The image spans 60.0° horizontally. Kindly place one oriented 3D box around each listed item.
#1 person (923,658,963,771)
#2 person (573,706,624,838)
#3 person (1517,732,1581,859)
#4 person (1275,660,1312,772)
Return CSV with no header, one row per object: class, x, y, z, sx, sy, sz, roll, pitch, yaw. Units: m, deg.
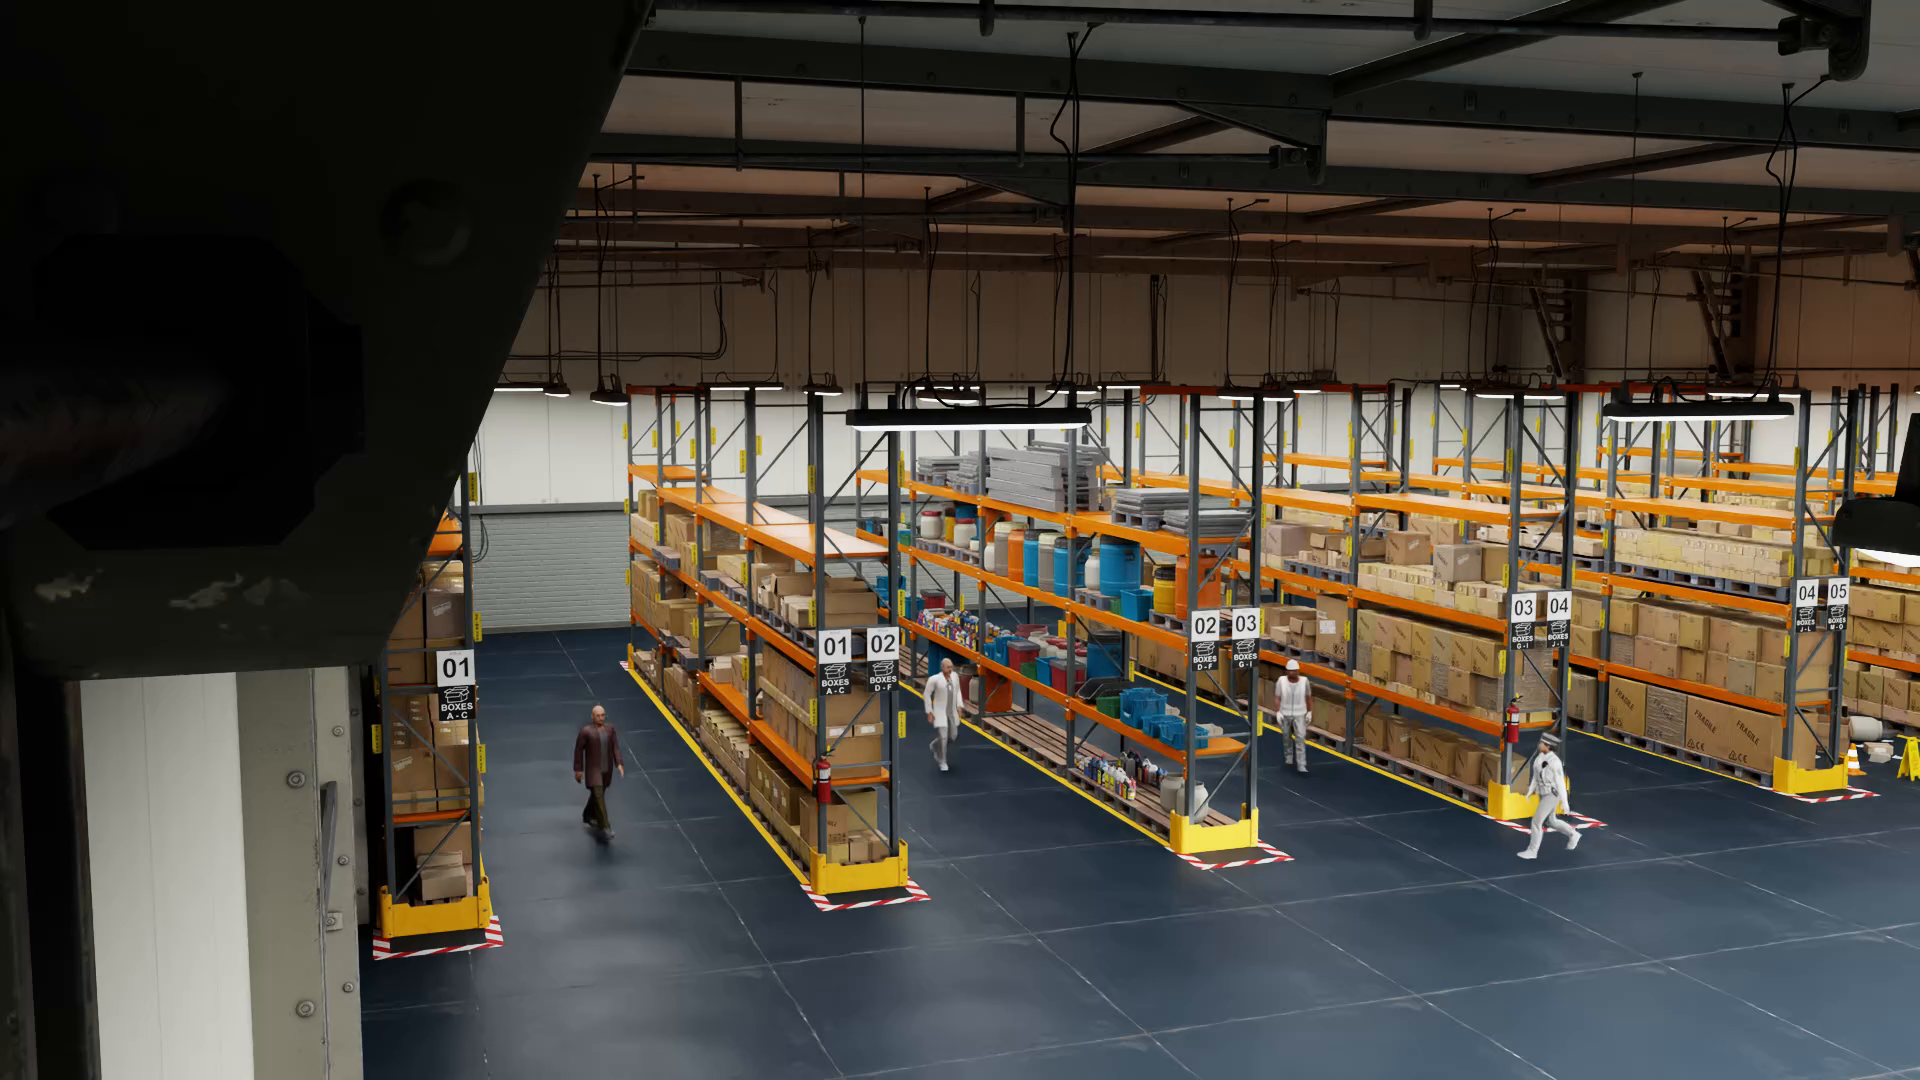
person,-0.303,2.736,26.446,0.681,1.768,0.707,-4,7,-36
person,-4.859,3.116,22.577,1.105,1.729,0.600,5,8,41
person,7.667,3.293,21.544,1.015,1.622,0.559,-1,6,-13
person,5.228,2.742,26.129,0.577,1.727,1.035,2,6,14
